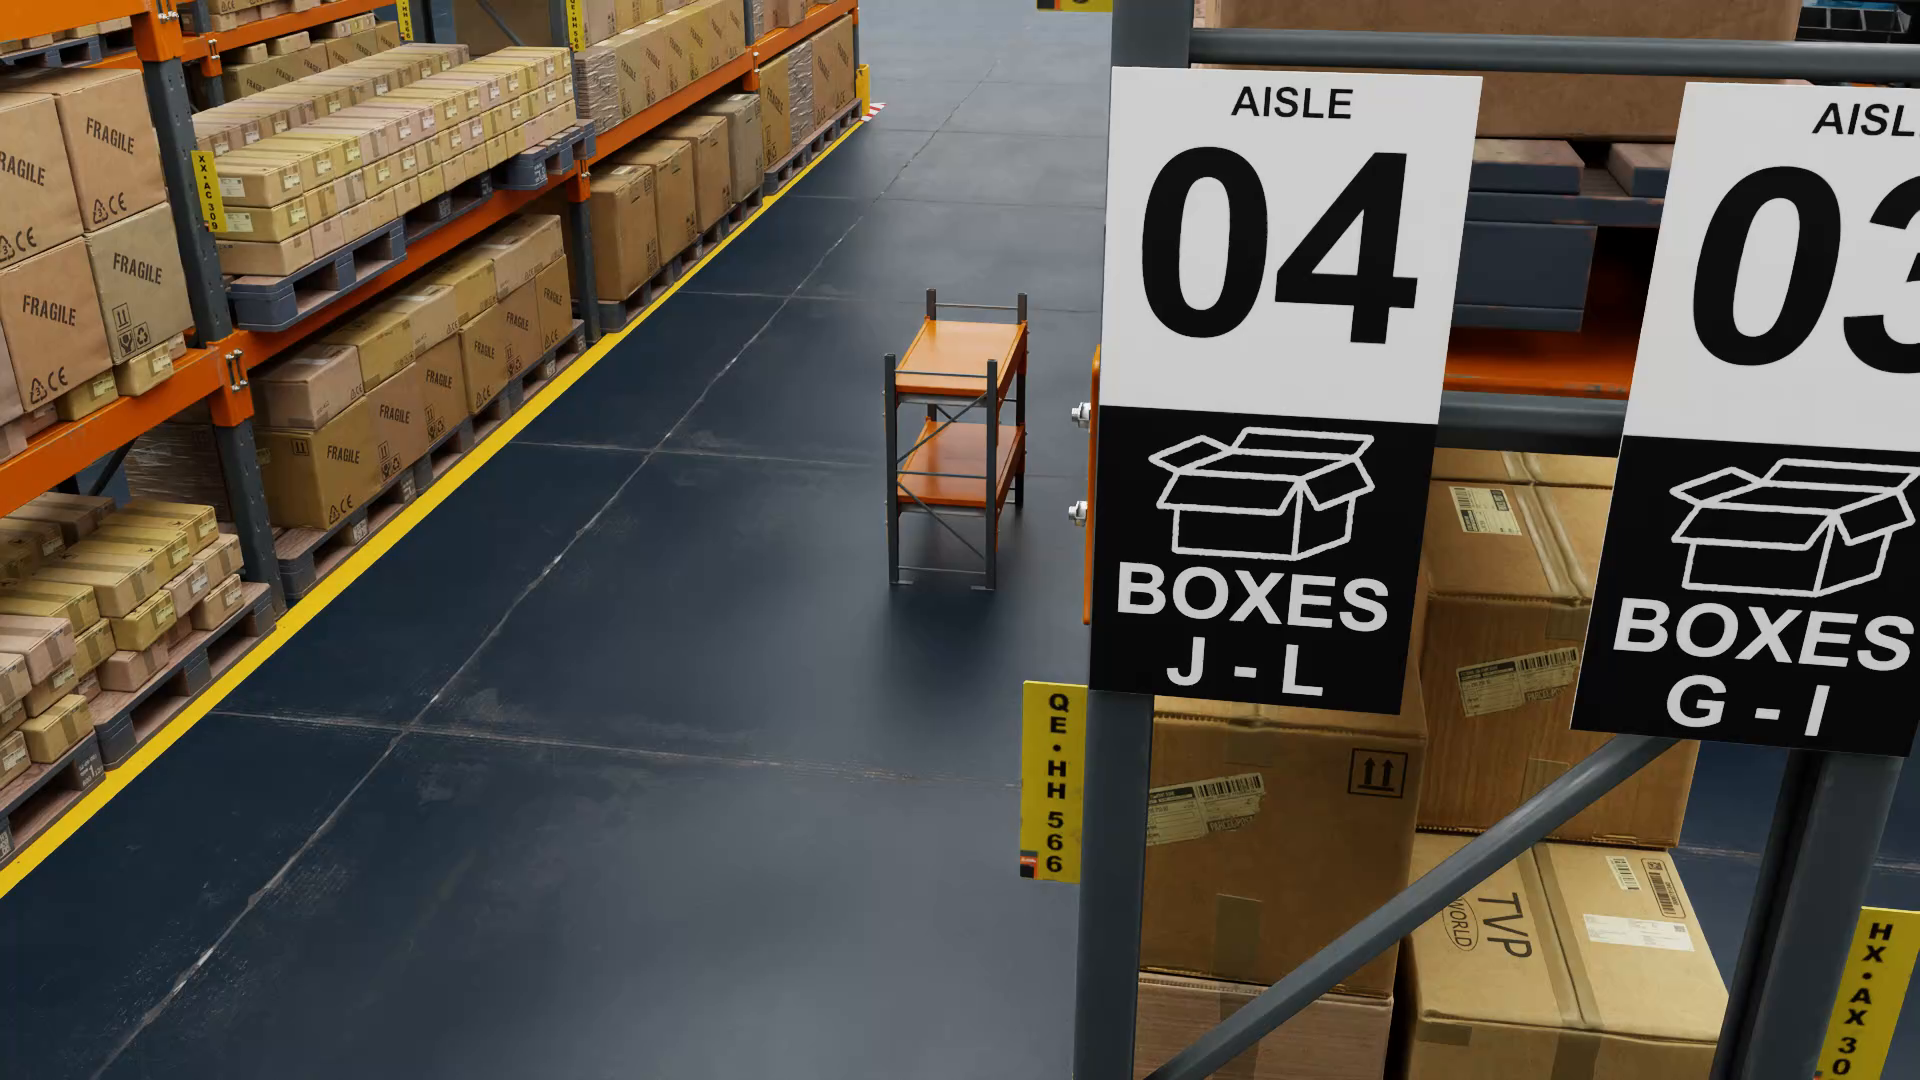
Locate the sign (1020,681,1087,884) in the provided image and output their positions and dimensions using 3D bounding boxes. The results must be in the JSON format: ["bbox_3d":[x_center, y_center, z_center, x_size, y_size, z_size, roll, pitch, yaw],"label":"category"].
[{"bbox_3d":[0.136,0.344,2.332,0.100,0.325,0.005,4,25,9],"label":"sign"}]

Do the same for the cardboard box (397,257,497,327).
[{"bbox_3d":[-2.924,-1.383,9.235,0.500,0.250,0.500,5,25,10],"label":"cardboard box"}]

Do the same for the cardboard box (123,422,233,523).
[{"bbox_3d":[-3.681,-0.425,8.073,0.500,0.500,0.500,4,25,8],"label":"cardboard box"}]

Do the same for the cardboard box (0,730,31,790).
[{"bbox_3d":[-3.560,0.786,5.900,0.380,0.149,0.250,4,25,10],"label":"cardboard box"}]

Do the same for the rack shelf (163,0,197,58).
[{"bbox_3d":[-3.227,-2.909,8.237,1.077,0.370,4.000,4,25,9],"label":"rack shelf"}]

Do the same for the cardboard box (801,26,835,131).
[{"bbox_3d":[-1.780,-4.630,16.615,0.875,0.875,0.875,4,25,8],"label":"cardboard box"}]

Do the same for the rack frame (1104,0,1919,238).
[{"bbox_3d":[0.669,-1.698,1.263,1.000,3.000,0.127,4,25,9],"label":"rack frame"}]

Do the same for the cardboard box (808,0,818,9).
[{"bbox_3d":[-1.892,-5.511,16.309,0.875,0.550,0.550,4,25,9],"label":"cardboard box"}]

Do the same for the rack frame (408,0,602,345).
[{"bbox_3d":[-2.900,-2.713,10.508,1.000,3.000,0.127,4,25,9],"label":"rack frame"}]

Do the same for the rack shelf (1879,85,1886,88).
[{"bbox_3d":[7.190,-2.495,10.890,1.077,0.370,4.000,4,25,9],"label":"rack shelf"}]

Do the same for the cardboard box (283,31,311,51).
[{"bbox_3d":[-6.581,-4.869,16.212,0.380,0.149,0.250,5,26,12],"label":"cardboard box"}]

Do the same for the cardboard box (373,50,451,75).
[{"bbox_3d":[-3.208,-2.766,9.721,0.380,0.149,0.250,3,25,7],"label":"cardboard box"}]

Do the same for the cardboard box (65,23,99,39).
[{"bbox_3d":[-7.139,-4.103,13.278,0.380,0.149,0.250,4,25,8],"label":"cardboard box"}]

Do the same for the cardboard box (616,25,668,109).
[{"bbox_3d":[-2.397,-3.351,11.753,0.500,0.500,0.500,4,25,8],"label":"cardboard box"}]

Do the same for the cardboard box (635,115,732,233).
[{"bbox_3d":[-2.421,-2.888,13.040,1.050,0.750,0.750,4,25,9],"label":"cardboard box"}]

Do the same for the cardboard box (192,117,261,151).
[{"bbox_3d":[-3.551,-1.897,7.865,0.380,0.149,0.250,4,25,8],"label":"cardboard box"}]

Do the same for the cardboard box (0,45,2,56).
[{"bbox_3d":[-7.366,-3.660,12.332,0.380,0.149,0.250,6,26,12],"label":"cardboard box"}]

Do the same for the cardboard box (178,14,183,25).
[{"bbox_3d":[-7.361,-4.833,15.334,0.380,0.149,0.250,5,25,10],"label":"cardboard box"}]

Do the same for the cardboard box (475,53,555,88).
[{"bbox_3d":[-2.571,-2.717,9.616,0.380,0.149,0.250,4,25,8],"label":"cardboard box"}]

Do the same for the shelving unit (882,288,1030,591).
[{"bbox_3d":[-0.001,-0.507,8.005,0.538,1.125,1.048,4,25,9],"label":"shelving unit"}]

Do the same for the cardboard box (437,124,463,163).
[{"bbox_3d":[-2.782,-2.038,8.516,0.380,0.149,0.250,4,25,7],"label":"cardboard box"}]

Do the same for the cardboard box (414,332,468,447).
[{"bbox_3d":[-3.014,-0.830,8.939,0.500,0.500,0.500,4,25,9],"label":"cardboard box"}]

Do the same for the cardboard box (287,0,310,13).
[{"bbox_3d":[-6.560,-5.217,16.153,0.380,0.149,0.250,4,25,9],"label":"cardboard box"}]

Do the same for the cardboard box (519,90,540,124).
[{"bbox_3d":[-2.614,-2.464,9.426,0.380,0.149,0.250,5,25,10],"label":"cardboard box"}]

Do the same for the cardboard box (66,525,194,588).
[{"bbox_3d":[-3.358,0.068,6.732,0.380,0.149,0.250,4,25,9],"label":"cardboard box"}]

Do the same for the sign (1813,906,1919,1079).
[{"bbox_3d":[1.216,0.632,2.247,0.100,0.325,0.005,4,25,9],"label":"sign"}]

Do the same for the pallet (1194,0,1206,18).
[{"bbox_3d":[0.977,-1.122,3.676,1.003,0.211,1.213,4,25,9],"label":"pallet"}]

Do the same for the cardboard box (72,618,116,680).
[{"bbox_3d":[-3.488,0.405,6.362,0.380,0.149,0.250,4,25,9],"label":"cardboard box"}]

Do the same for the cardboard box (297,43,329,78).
[{"bbox_3d":[-6.621,-4.641,16.489,0.500,0.500,0.500,5,26,11],"label":"cardboard box"}]

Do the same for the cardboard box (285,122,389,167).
[{"bbox_3d":[-2.908,-1.847,7.757,0.380,0.149,0.250,4,25,8],"label":"cardboard box"}]

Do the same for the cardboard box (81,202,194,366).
[{"bbox_3d":[-3.354,-0.998,6.375,0.500,0.500,0.500,4,25,9],"label":"cardboard box"}]

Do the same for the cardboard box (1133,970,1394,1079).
[{"bbox_3d":[0.487,0.731,2.976,0.500,0.250,0.500,4,25,8],"label":"cardboard box"}]

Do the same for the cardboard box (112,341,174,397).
[{"bbox_3d":[-3.304,-0.675,6.451,0.380,0.149,0.250,3,25,7],"label":"cardboard box"}]

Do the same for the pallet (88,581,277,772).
[{"bbox_3d":[-3.629,0.506,6.919,1.003,0.211,1.213,4,25,9],"label":"pallet"}]

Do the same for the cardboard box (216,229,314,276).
[{"bbox_3d":[-3.036,-1.249,7.182,0.380,0.149,0.250,3,25,6],"label":"cardboard box"}]

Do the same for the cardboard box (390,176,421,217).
[{"bbox_3d":[-2.868,-1.681,8.105,0.380,0.149,0.250,3,25,6],"label":"cardboard box"}]

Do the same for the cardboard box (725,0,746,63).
[{"bbox_3d":[-2.068,-4.194,13.555,0.500,0.500,0.500,4,25,8],"label":"cardboard box"}]

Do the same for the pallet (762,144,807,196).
[{"bbox_3d":[-2.045,-3.436,15.341,1.003,0.211,1.213,4,25,9],"label":"pallet"}]

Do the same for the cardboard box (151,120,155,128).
[{"bbox_3d":[-7.230,-3.467,14.723,0.950,0.372,0.625,4,25,9],"label":"cardboard box"}]

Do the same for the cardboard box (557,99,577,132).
[{"bbox_3d":[-2.527,-2.551,9.963,0.380,0.149,0.250,4,25,9],"label":"cardboard box"}]

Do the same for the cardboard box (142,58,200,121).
[{"bbox_3d":[-7.314,-4.237,15.627,0.500,0.500,0.500,4,25,8],"label":"cardboard box"}]

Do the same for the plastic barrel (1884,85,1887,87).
[{"bbox_3d":[7.155,-3.743,12.117,0.600,0.901,0.708,4,25,9],"label":"plastic barrel"}]

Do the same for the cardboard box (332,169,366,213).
[{"bbox_3d":[-2.954,-1.601,7.581,0.380,0.149,0.250,5,25,10],"label":"cardboard box"}]

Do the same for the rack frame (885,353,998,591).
[{"bbox_3d":[-0.084,-0.294,7.551,0.500,1.125,0.032,4,25,9],"label":"rack frame"}]

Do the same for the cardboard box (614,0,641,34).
[{"bbox_3d":[-2.654,-3.824,11.585,0.700,0.500,0.500,4,25,8],"label":"cardboard box"}]

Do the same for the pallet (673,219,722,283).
[{"bbox_3d":[-2.495,-2.283,12.879,1.003,0.211,1.213,4,25,9],"label":"pallet"}]

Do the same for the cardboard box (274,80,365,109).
[{"bbox_3d":[-3.380,-2.329,8.787,0.380,0.149,0.250,5,26,10],"label":"cardboard box"}]

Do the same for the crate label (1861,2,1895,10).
[{"bbox_3d":[8.136,-4.557,14.406,0.502,0.435,0.616,4,25,9],"label":"crate label"}]

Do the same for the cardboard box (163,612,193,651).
[{"bbox_3d":[-3.407,0.351,6.828,0.380,0.149,0.250,5,25,10],"label":"cardboard box"}]

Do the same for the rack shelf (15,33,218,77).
[{"bbox_3d":[-7.473,-3.524,13.090,1.077,0.370,4.000,4,25,9],"label":"rack shelf"}]

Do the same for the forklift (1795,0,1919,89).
[{"bbox_3d":[3.737,-1.318,7.609,1.130,2.935,3.031,11,27,23],"label":"forklift"}]

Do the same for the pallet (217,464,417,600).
[{"bbox_3d":[-3.428,-0.103,8.221,1.003,0.211,1.213,4,25,9],"label":"pallet"}]

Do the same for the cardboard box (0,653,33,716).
[{"bbox_3d":[-3.496,0.509,5.790,0.380,0.149,0.250,3,25,7],"label":"cardboard box"}]

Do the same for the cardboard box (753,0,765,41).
[{"bbox_3d":[-2.198,-4.609,14.381,0.875,0.550,0.550,4,25,9],"label":"cardboard box"}]

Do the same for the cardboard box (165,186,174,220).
[{"bbox_3d":[-3.642,-1.542,7.455,0.380,0.149,0.250,4,25,9],"label":"cardboard box"}]

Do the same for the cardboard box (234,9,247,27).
[{"bbox_3d":[-6.788,-4.792,15.245,0.380,0.149,0.250,5,26,10],"label":"cardboard box"}]

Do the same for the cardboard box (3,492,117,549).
[{"bbox_3d":[-3.815,-0.079,7.046,0.380,0.149,0.250,5,26,11],"label":"cardboard box"}]

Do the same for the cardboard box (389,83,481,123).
[{"bbox_3d":[-2.741,-2.281,8.685,0.380,0.149,0.250,5,26,11],"label":"cardboard box"}]

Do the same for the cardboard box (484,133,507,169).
[{"bbox_3d":[-2.698,-2.123,9.049,0.380,0.149,0.250,3,25,6],"label":"cardboard box"}]
